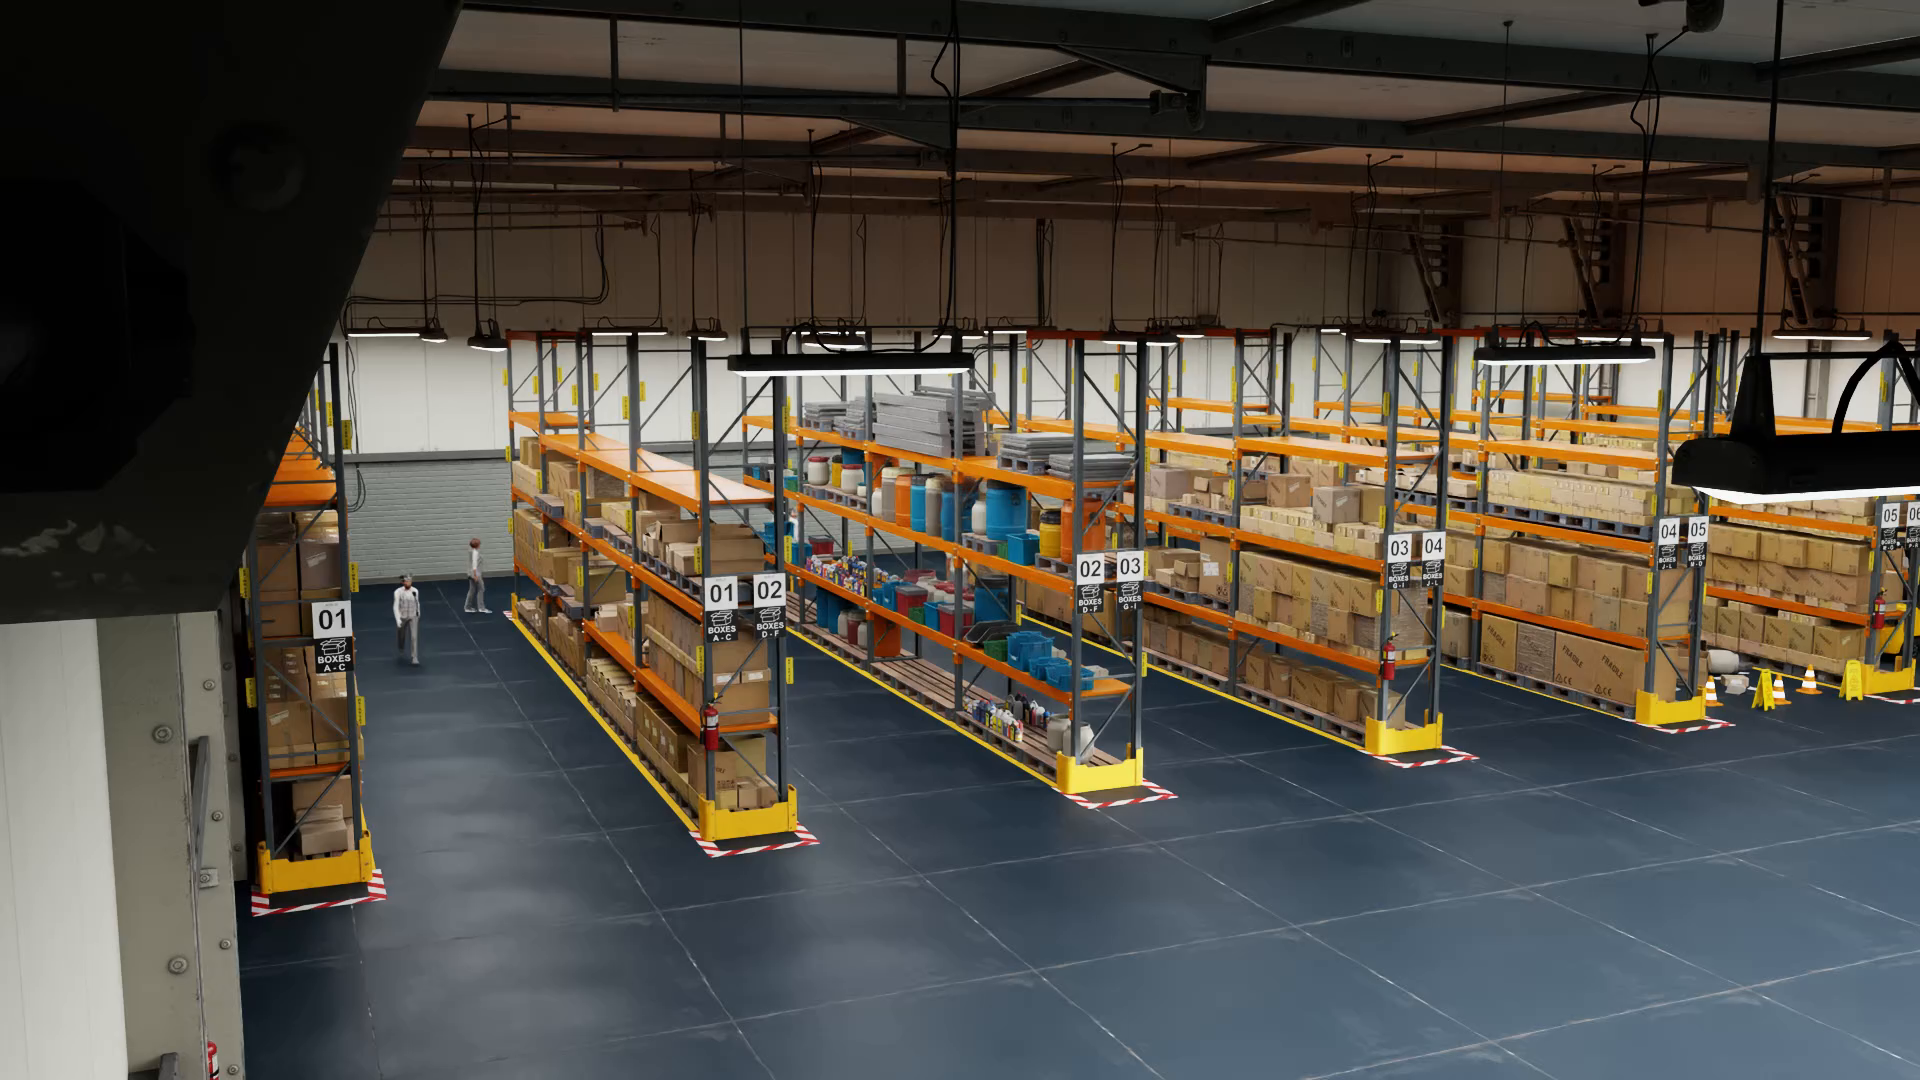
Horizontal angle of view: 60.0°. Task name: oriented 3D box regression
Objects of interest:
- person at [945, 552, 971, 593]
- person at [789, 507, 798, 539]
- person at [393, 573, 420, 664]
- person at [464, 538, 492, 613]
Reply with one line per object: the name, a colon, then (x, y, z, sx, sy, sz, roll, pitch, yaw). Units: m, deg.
person: (-0.030, 0.666, 35.300, 0.574, 1.761, 0.532, -3, 8, -18)
person: (-4.039, -0.010, 40.590, 0.948, 1.636, 0.471, 1, 8, 6)
person: (-10.072, 1.394, 30.275, 0.477, 1.620, 1.049, -3, 8, -23)
person: (-10.271, 0.761, 35.272, 0.550, 1.615, 0.454, -5, 9, -33)
